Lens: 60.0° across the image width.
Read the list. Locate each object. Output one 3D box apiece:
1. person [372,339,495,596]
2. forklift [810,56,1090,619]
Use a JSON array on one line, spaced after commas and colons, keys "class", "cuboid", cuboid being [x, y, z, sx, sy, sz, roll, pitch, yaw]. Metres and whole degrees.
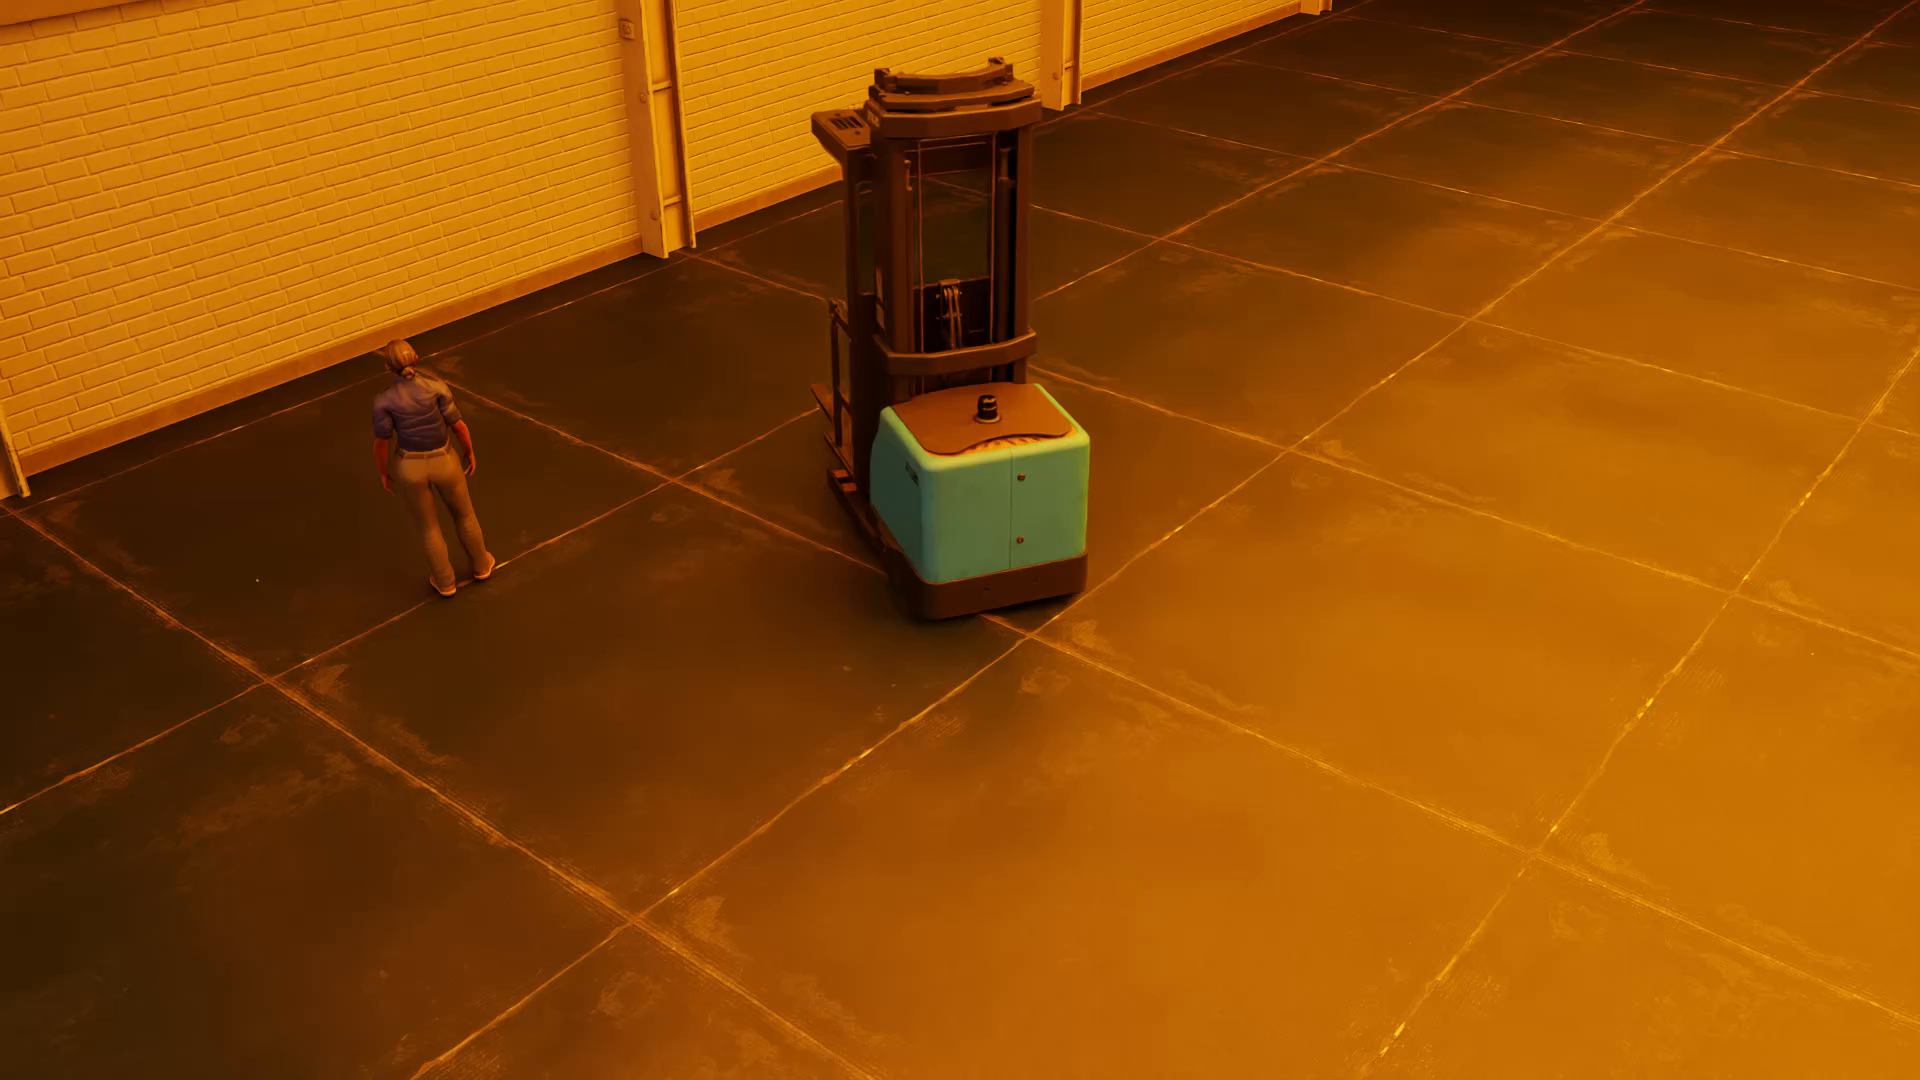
[{"class": "person", "cuboid": [-3.071, -0.446, 9.611, 0.568, 1.654, 0.505, -11, 32, -18]}, {"class": "forklift", "cuboid": [-0.235, -1.538, 10.227, 1.130, 2.935, 3.031, -11, 32, -17]}]
